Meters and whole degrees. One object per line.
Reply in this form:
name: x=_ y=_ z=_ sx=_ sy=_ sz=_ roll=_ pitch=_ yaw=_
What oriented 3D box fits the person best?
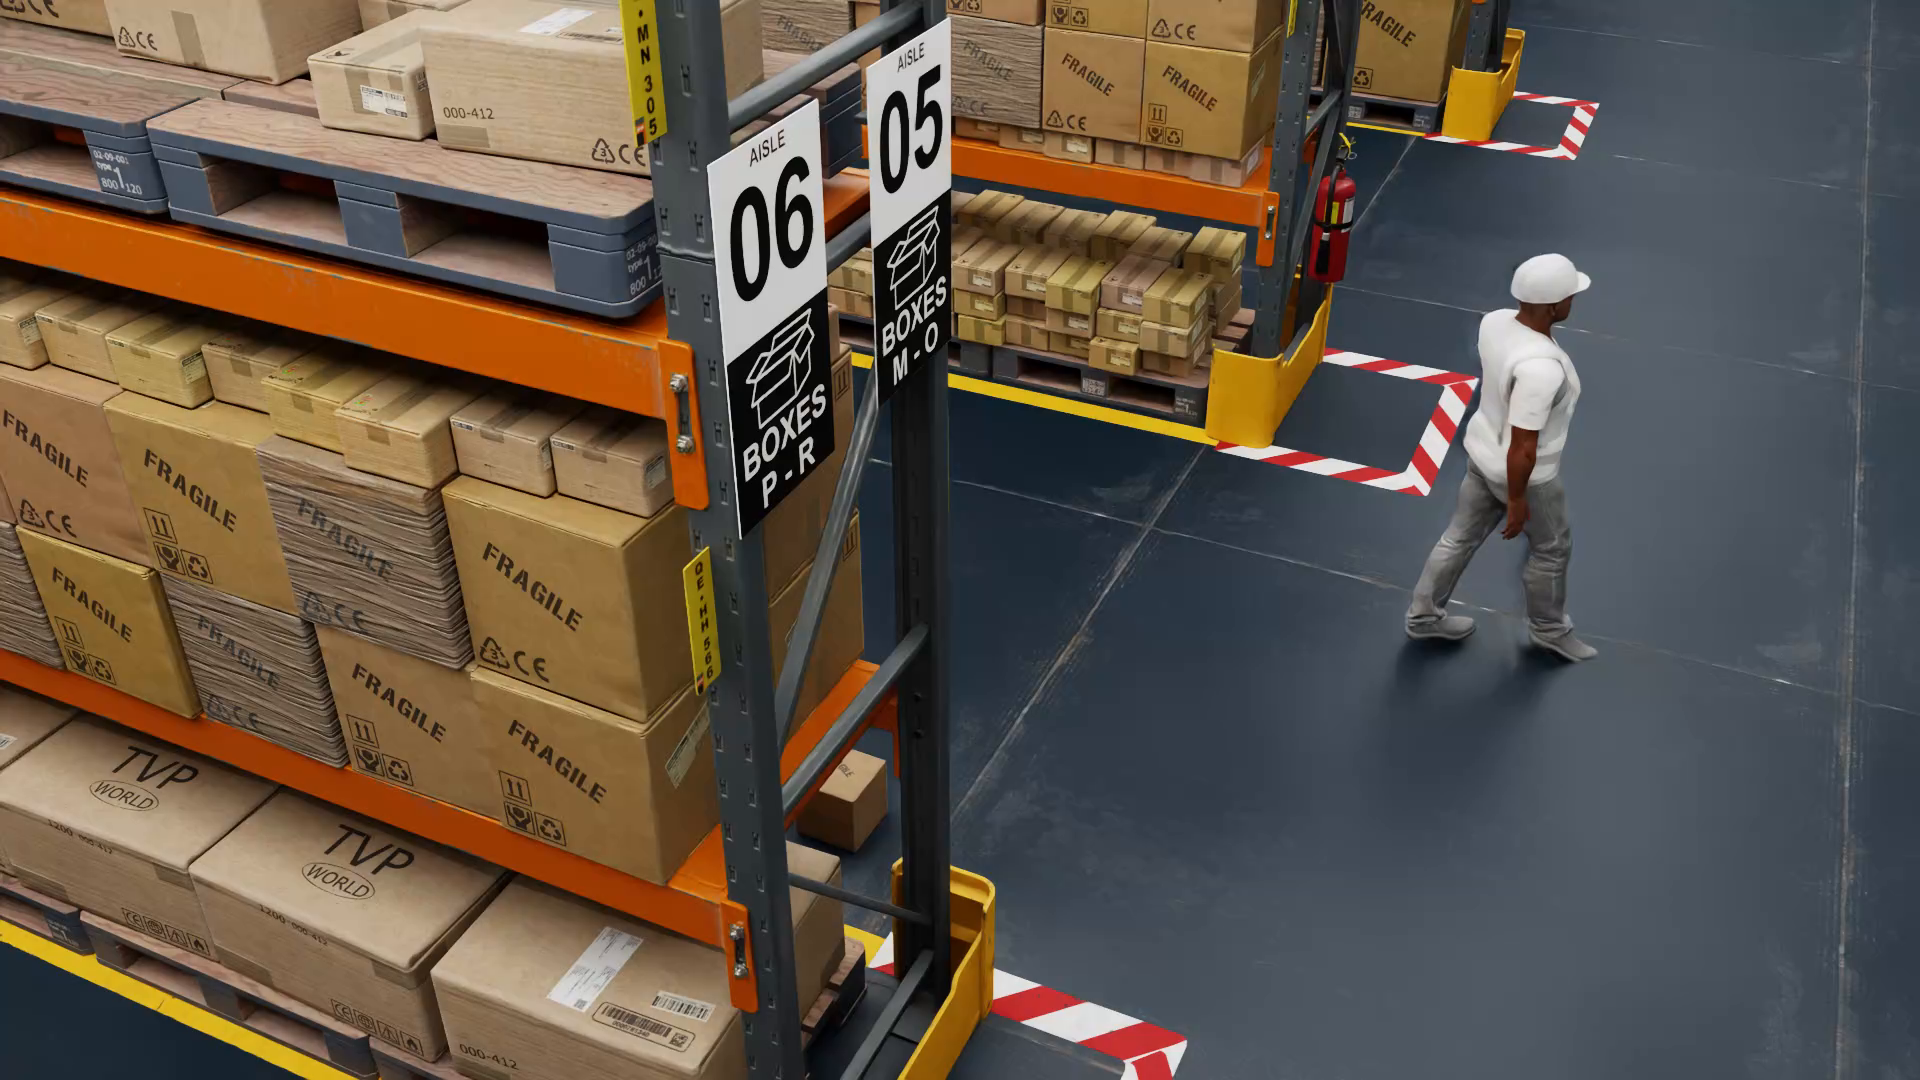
person: x=2.262 y=-0.308 z=6.591 sx=0.794 sy=1.790 sz=0.614 roll=-5 pitch=34 yaw=-7
